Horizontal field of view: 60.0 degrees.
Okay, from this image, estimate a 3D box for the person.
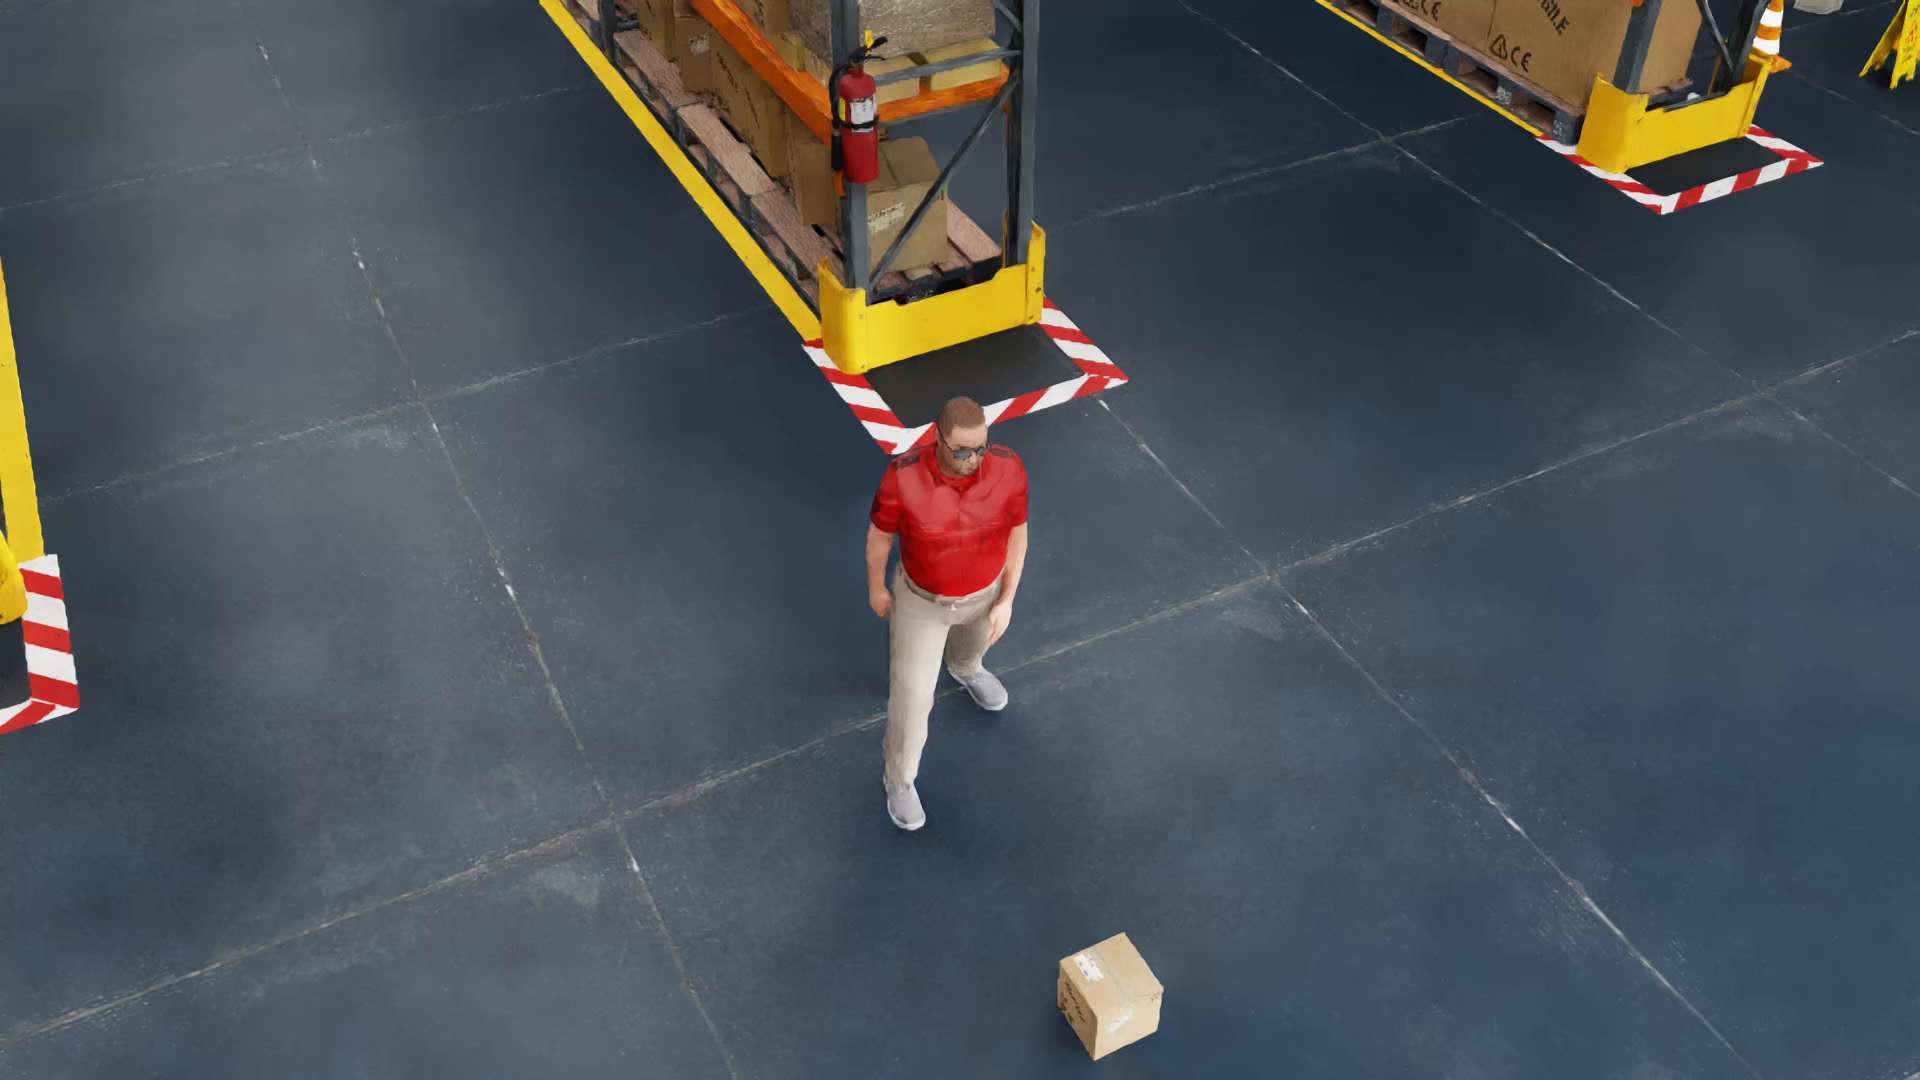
[{"bbox_3d":[-0.059,0.179,5.983,0.616,1.683,0.792,-12,42,-13],"label":"person"}]
